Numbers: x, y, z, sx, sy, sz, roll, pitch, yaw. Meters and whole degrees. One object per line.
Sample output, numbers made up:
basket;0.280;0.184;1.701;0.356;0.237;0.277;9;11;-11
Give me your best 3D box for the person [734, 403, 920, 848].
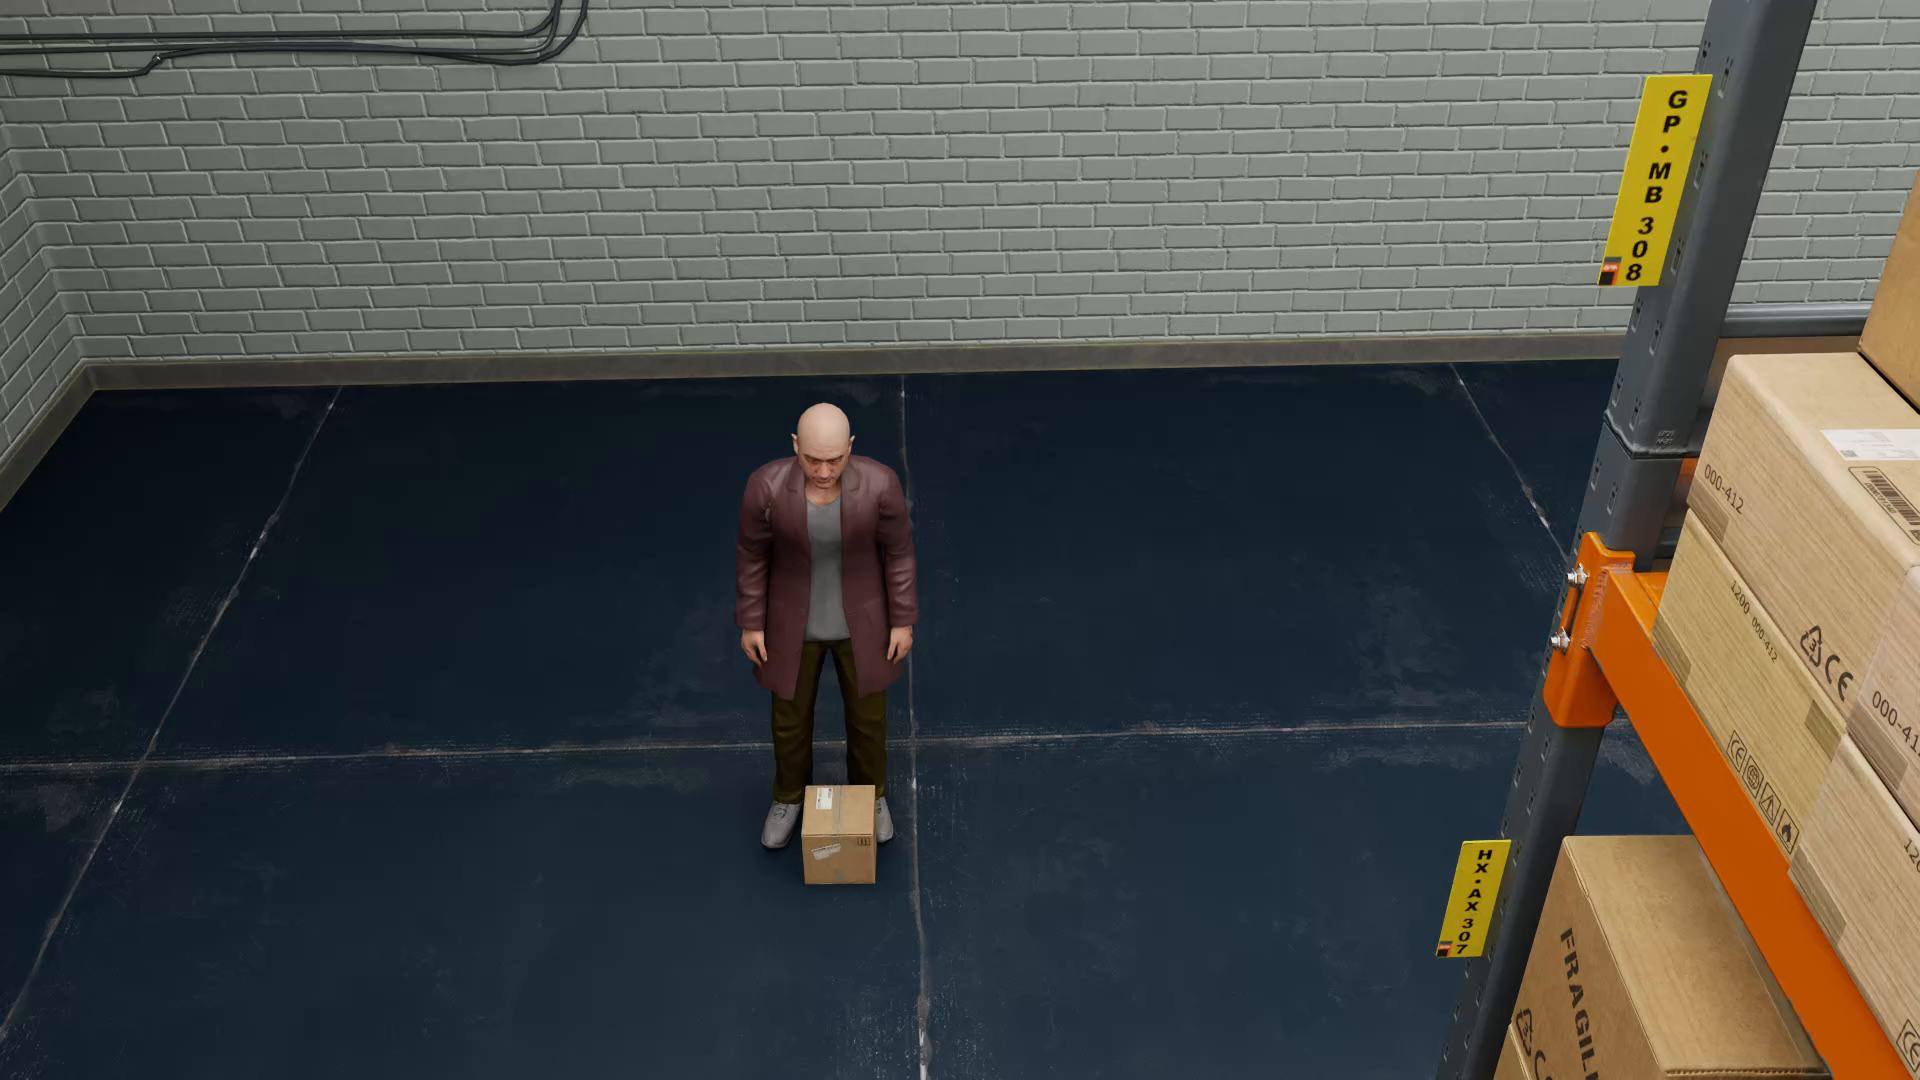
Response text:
person;-0.457;0.290;5.740;0.640;1.773;0.427;-2;35;-3
